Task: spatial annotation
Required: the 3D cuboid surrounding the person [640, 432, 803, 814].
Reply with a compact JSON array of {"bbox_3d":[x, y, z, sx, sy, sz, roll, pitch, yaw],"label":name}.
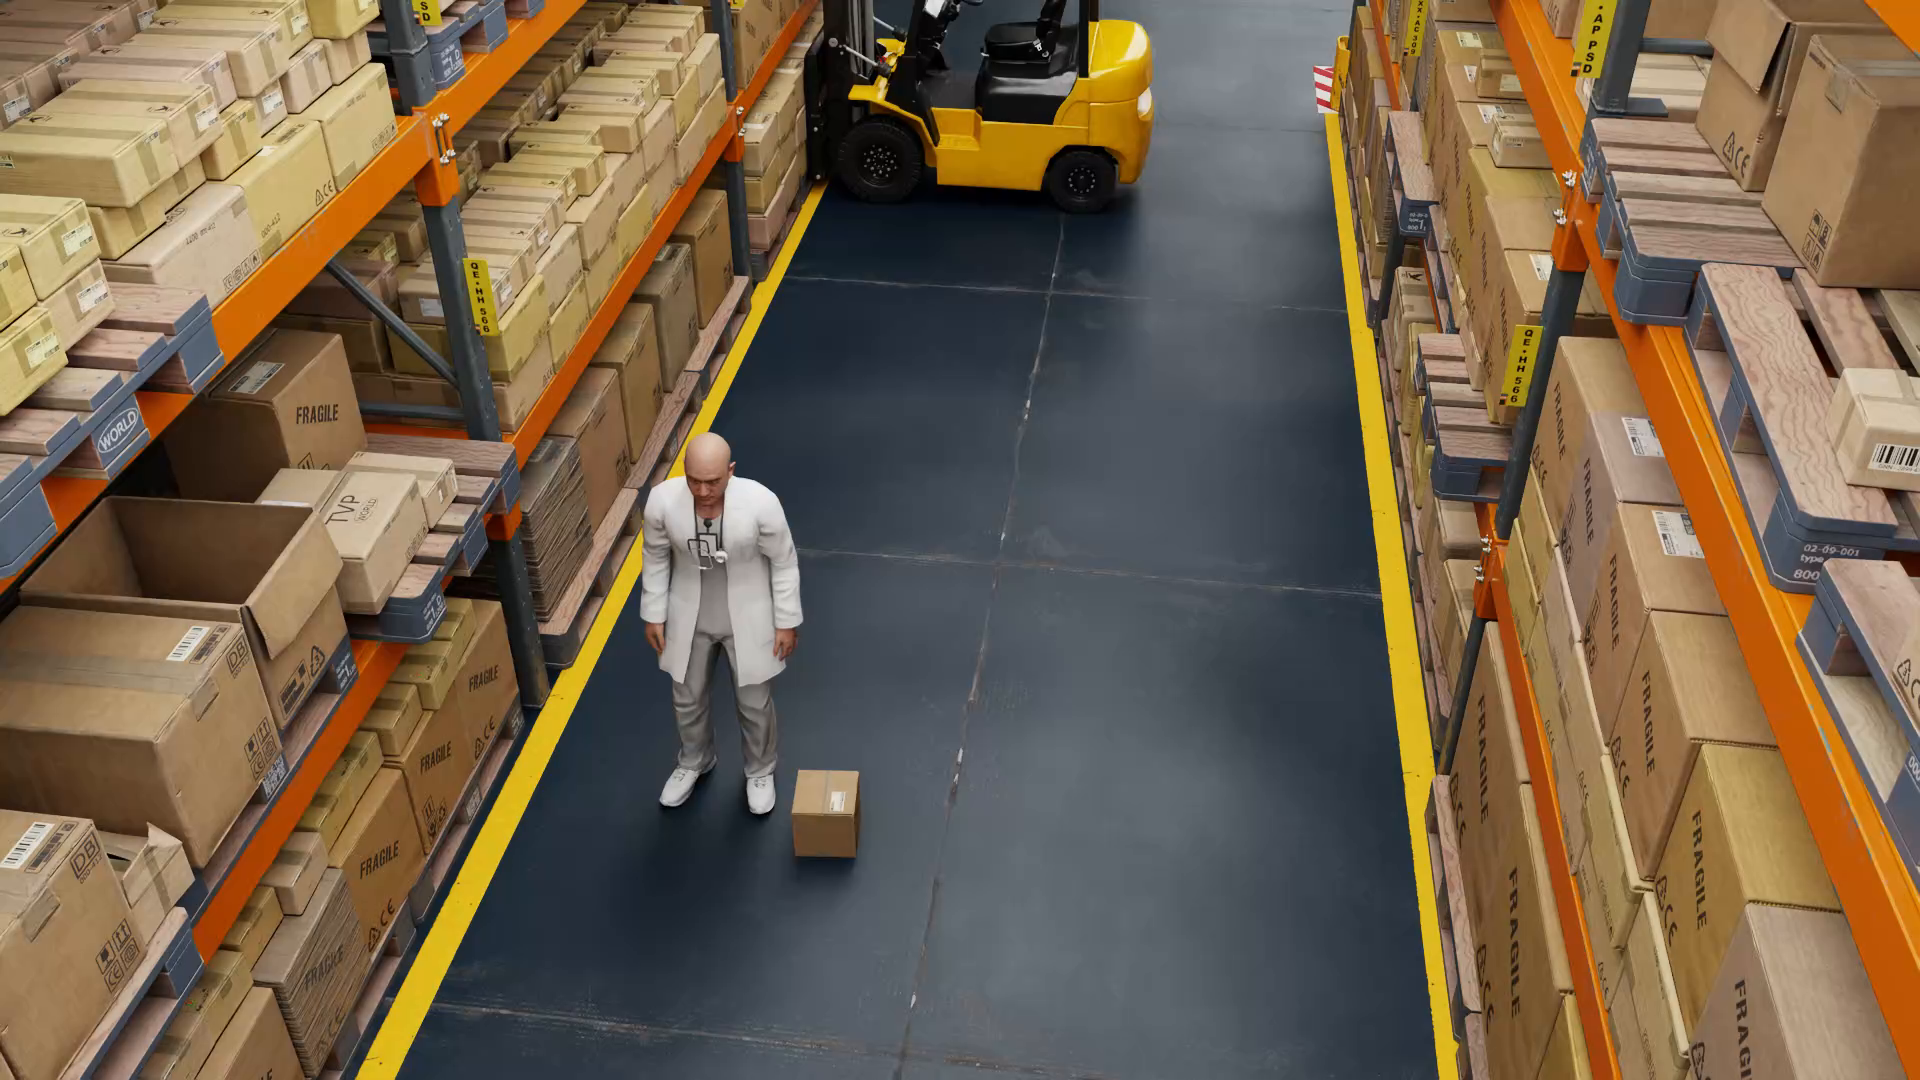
[{"bbox_3d":[-0.945,0.320,6.609,0.653,1.774,0.423,3,36,4],"label":"person"}]
